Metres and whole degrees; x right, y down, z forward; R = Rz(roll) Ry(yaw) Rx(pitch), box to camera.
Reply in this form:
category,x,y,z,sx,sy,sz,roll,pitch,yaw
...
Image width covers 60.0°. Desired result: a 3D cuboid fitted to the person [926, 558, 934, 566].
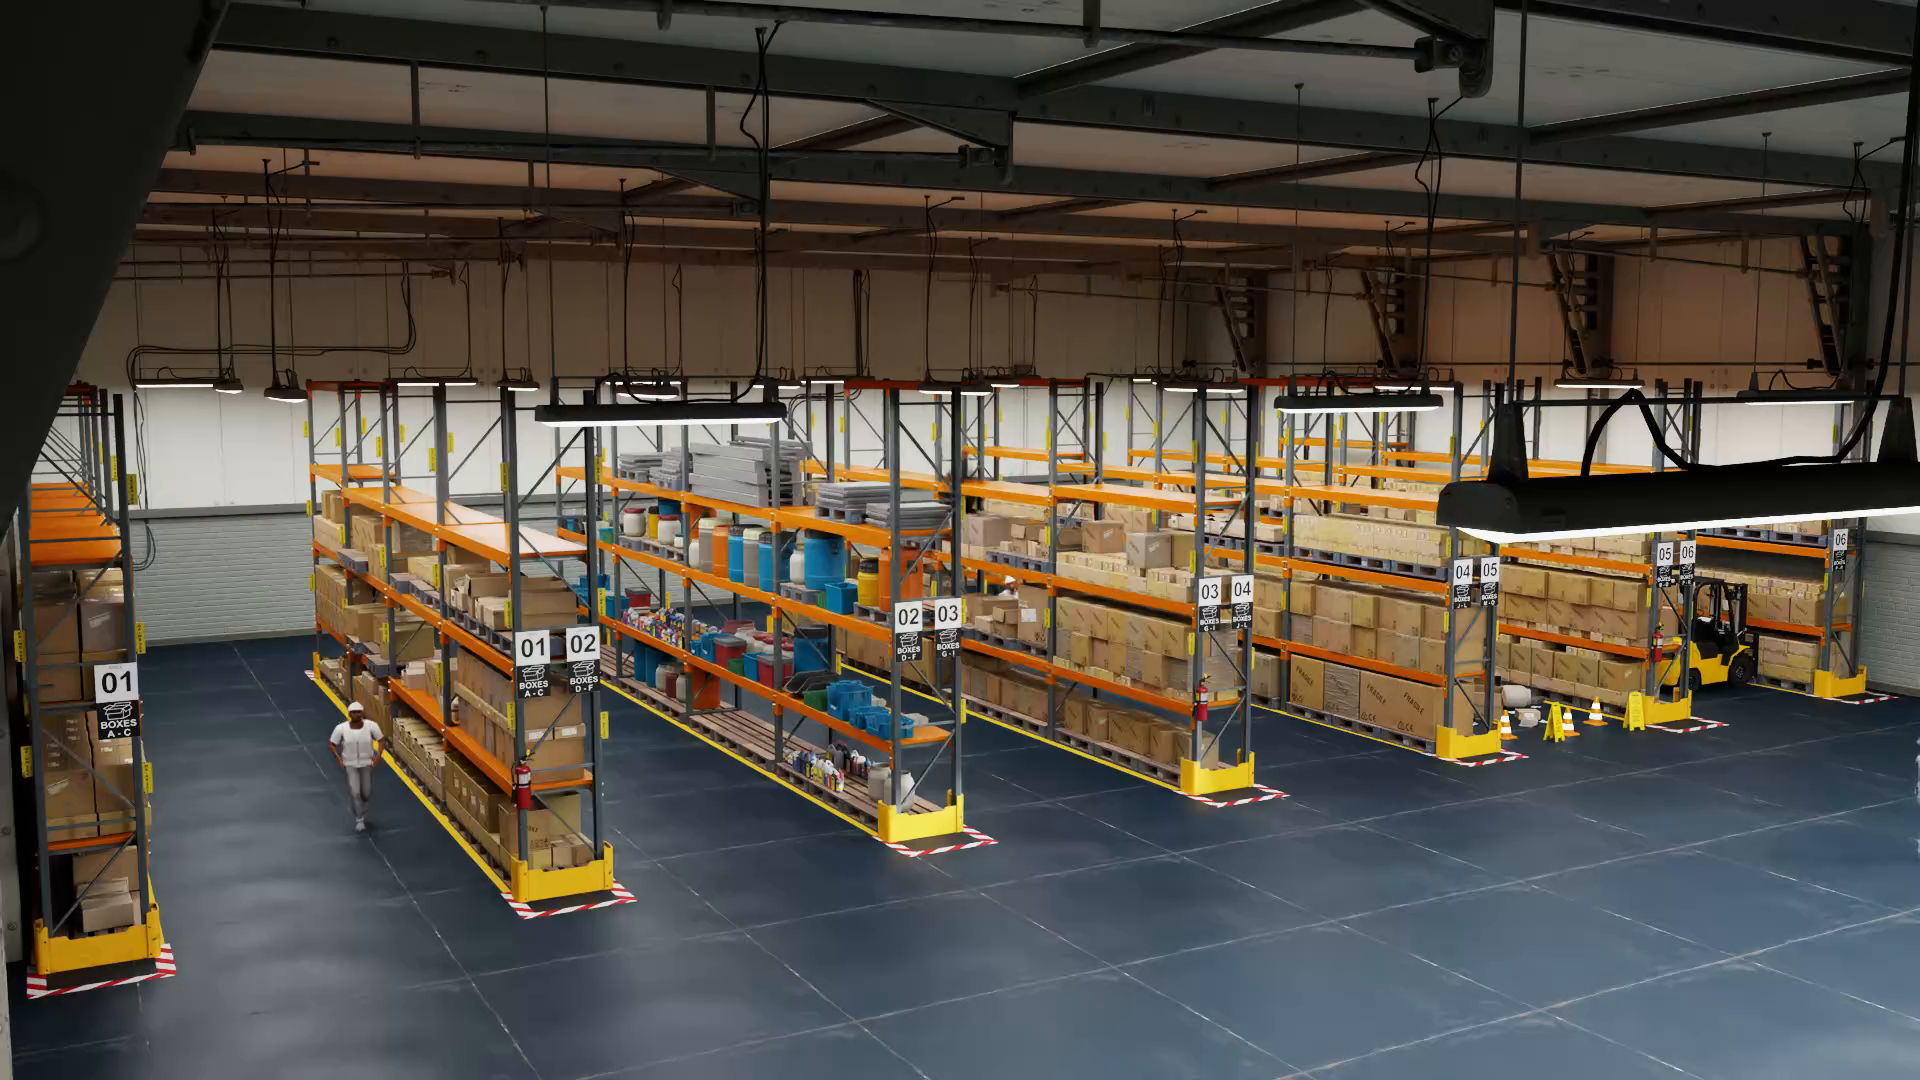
category,x,y,z,sx,sy,sz,roll,pitch,yaw
person,-0.753,1.270,39.506,0.721,1.800,0.977,-1,6,-10

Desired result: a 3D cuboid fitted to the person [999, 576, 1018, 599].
category,x,y,z,sx,sy,sz,roll,pitch,yaw
person,1.064,1.606,33.644,0.638,1.750,0.538,-4,7,-30

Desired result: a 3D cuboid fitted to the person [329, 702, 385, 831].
category,x,y,z,sx,sy,sz,roll,pitch,yaw
person,-8.238,3.058,22.753,0.721,1.735,0.727,-3,7,-24
